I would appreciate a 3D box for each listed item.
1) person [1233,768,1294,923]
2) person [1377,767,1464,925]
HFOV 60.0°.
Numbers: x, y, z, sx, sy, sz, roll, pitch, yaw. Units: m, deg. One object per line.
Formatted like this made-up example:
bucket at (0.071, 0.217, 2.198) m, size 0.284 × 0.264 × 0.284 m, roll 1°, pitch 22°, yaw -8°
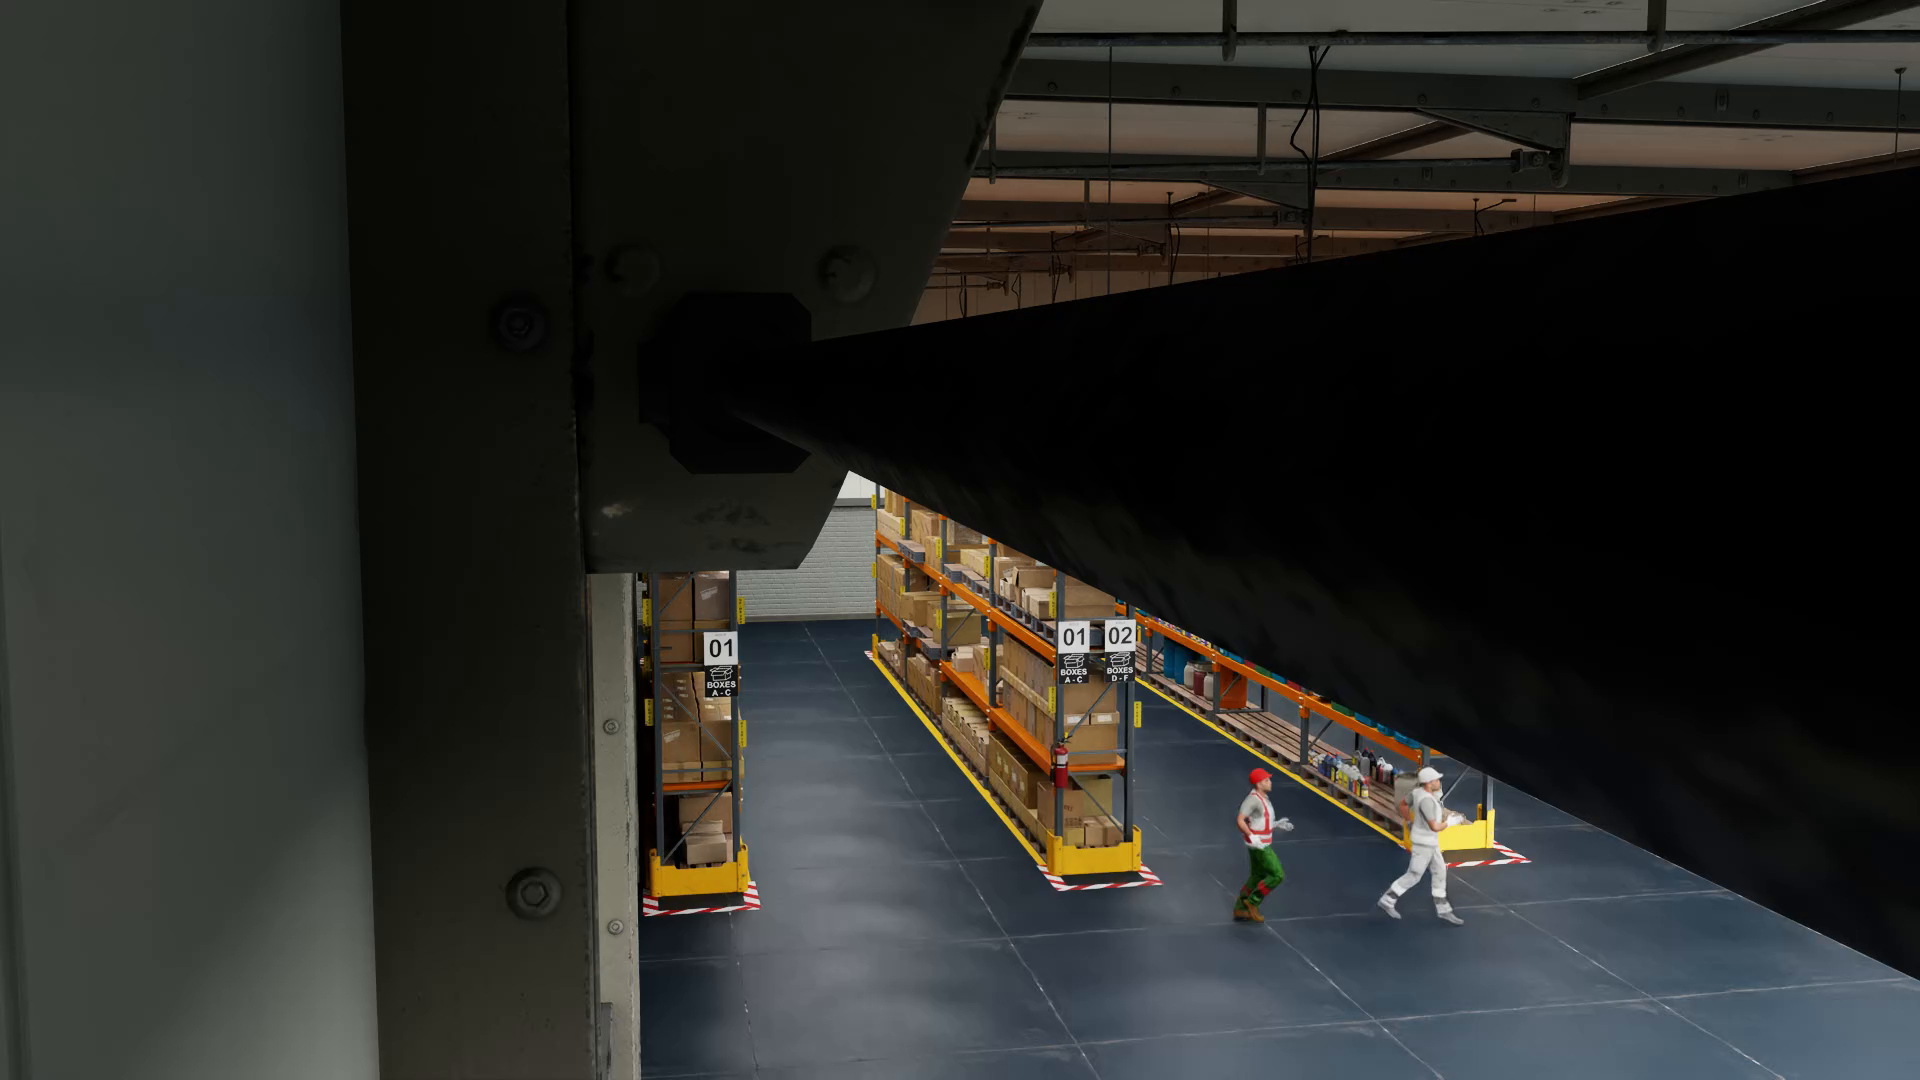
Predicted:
person at (3.476, 3.491, 19.056) m, size 0.656 × 1.758 × 0.633 m, roll 2°, pitch 6°, yaw 16°
person at (5.260, 3.469, 18.916) m, size 0.964 × 1.800 × 0.659 m, roll 1°, pitch 6°, yaw 13°
